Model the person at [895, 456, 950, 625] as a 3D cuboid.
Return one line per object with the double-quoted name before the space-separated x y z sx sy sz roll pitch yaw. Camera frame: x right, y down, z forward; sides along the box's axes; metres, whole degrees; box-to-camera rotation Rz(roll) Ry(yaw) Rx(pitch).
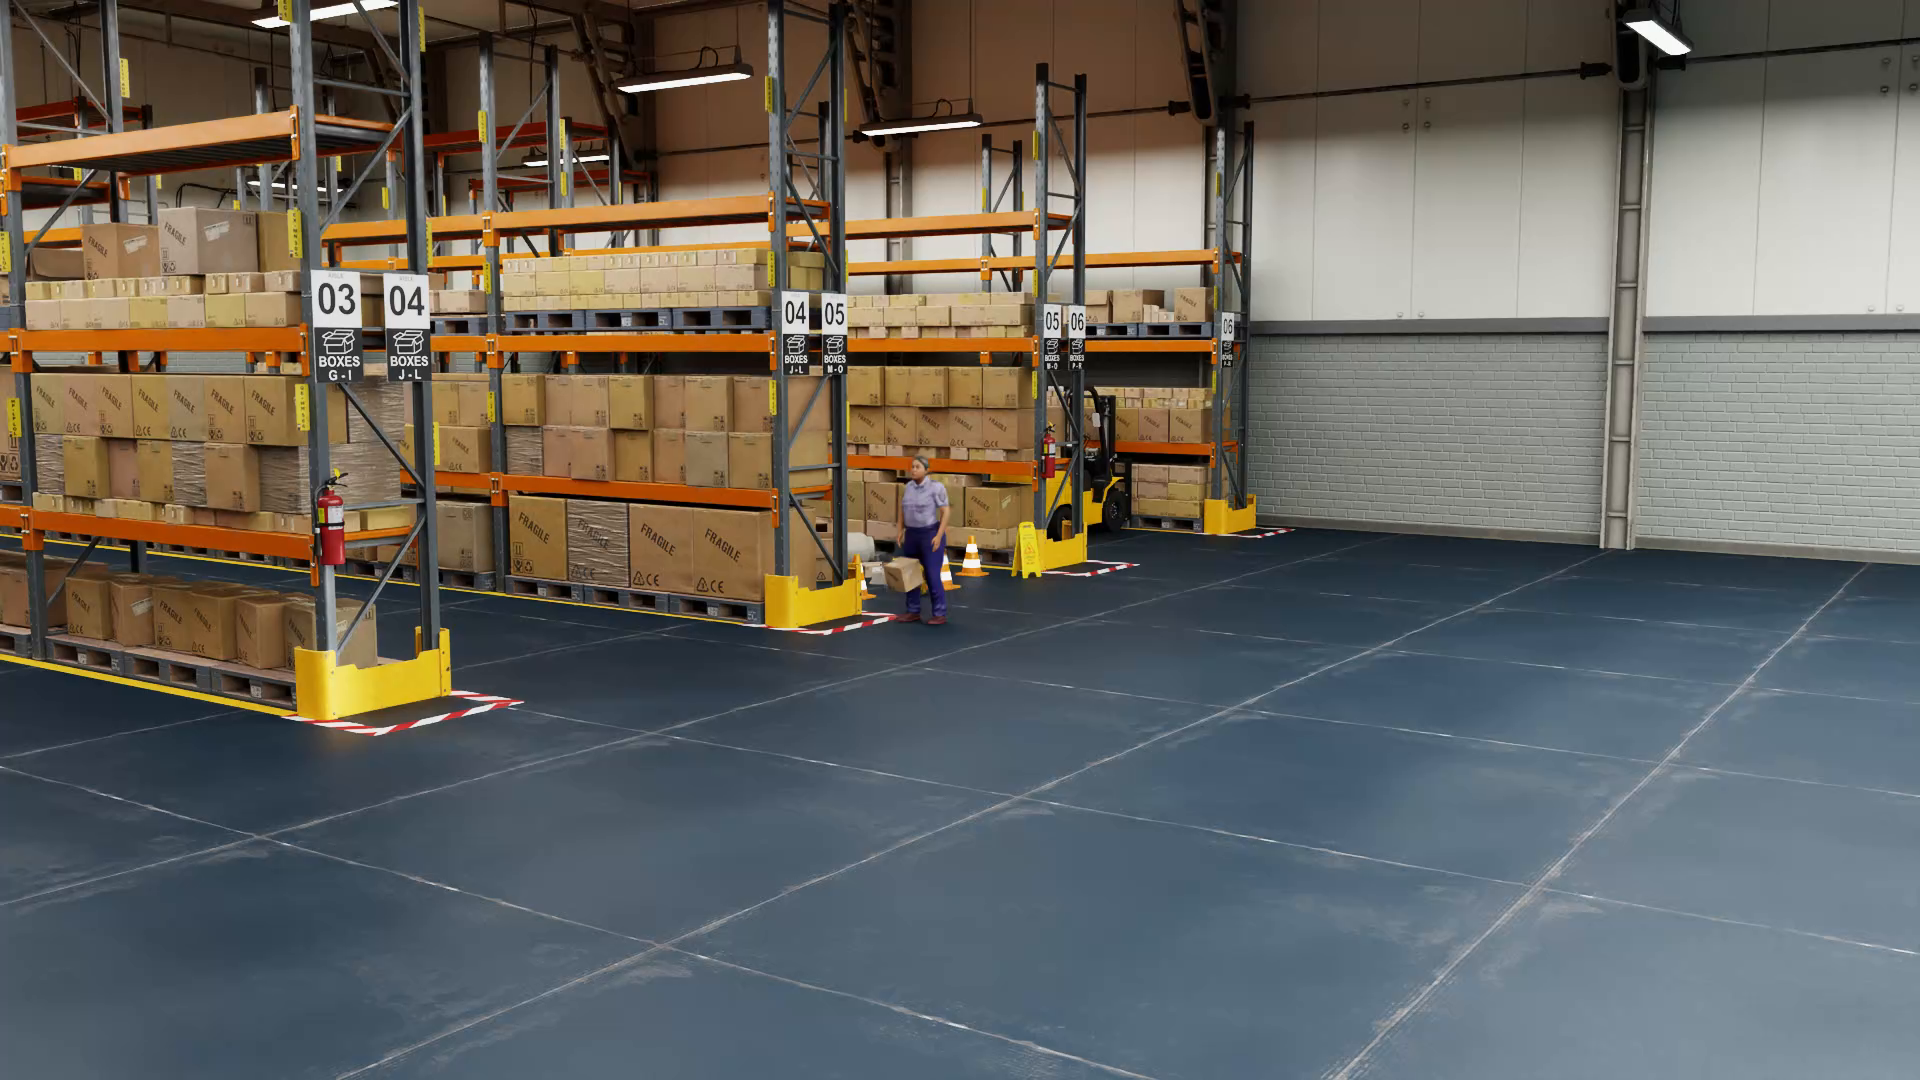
"person" -0.356 0.000 16.078 0.584 1.639 0.386 5 8 38
